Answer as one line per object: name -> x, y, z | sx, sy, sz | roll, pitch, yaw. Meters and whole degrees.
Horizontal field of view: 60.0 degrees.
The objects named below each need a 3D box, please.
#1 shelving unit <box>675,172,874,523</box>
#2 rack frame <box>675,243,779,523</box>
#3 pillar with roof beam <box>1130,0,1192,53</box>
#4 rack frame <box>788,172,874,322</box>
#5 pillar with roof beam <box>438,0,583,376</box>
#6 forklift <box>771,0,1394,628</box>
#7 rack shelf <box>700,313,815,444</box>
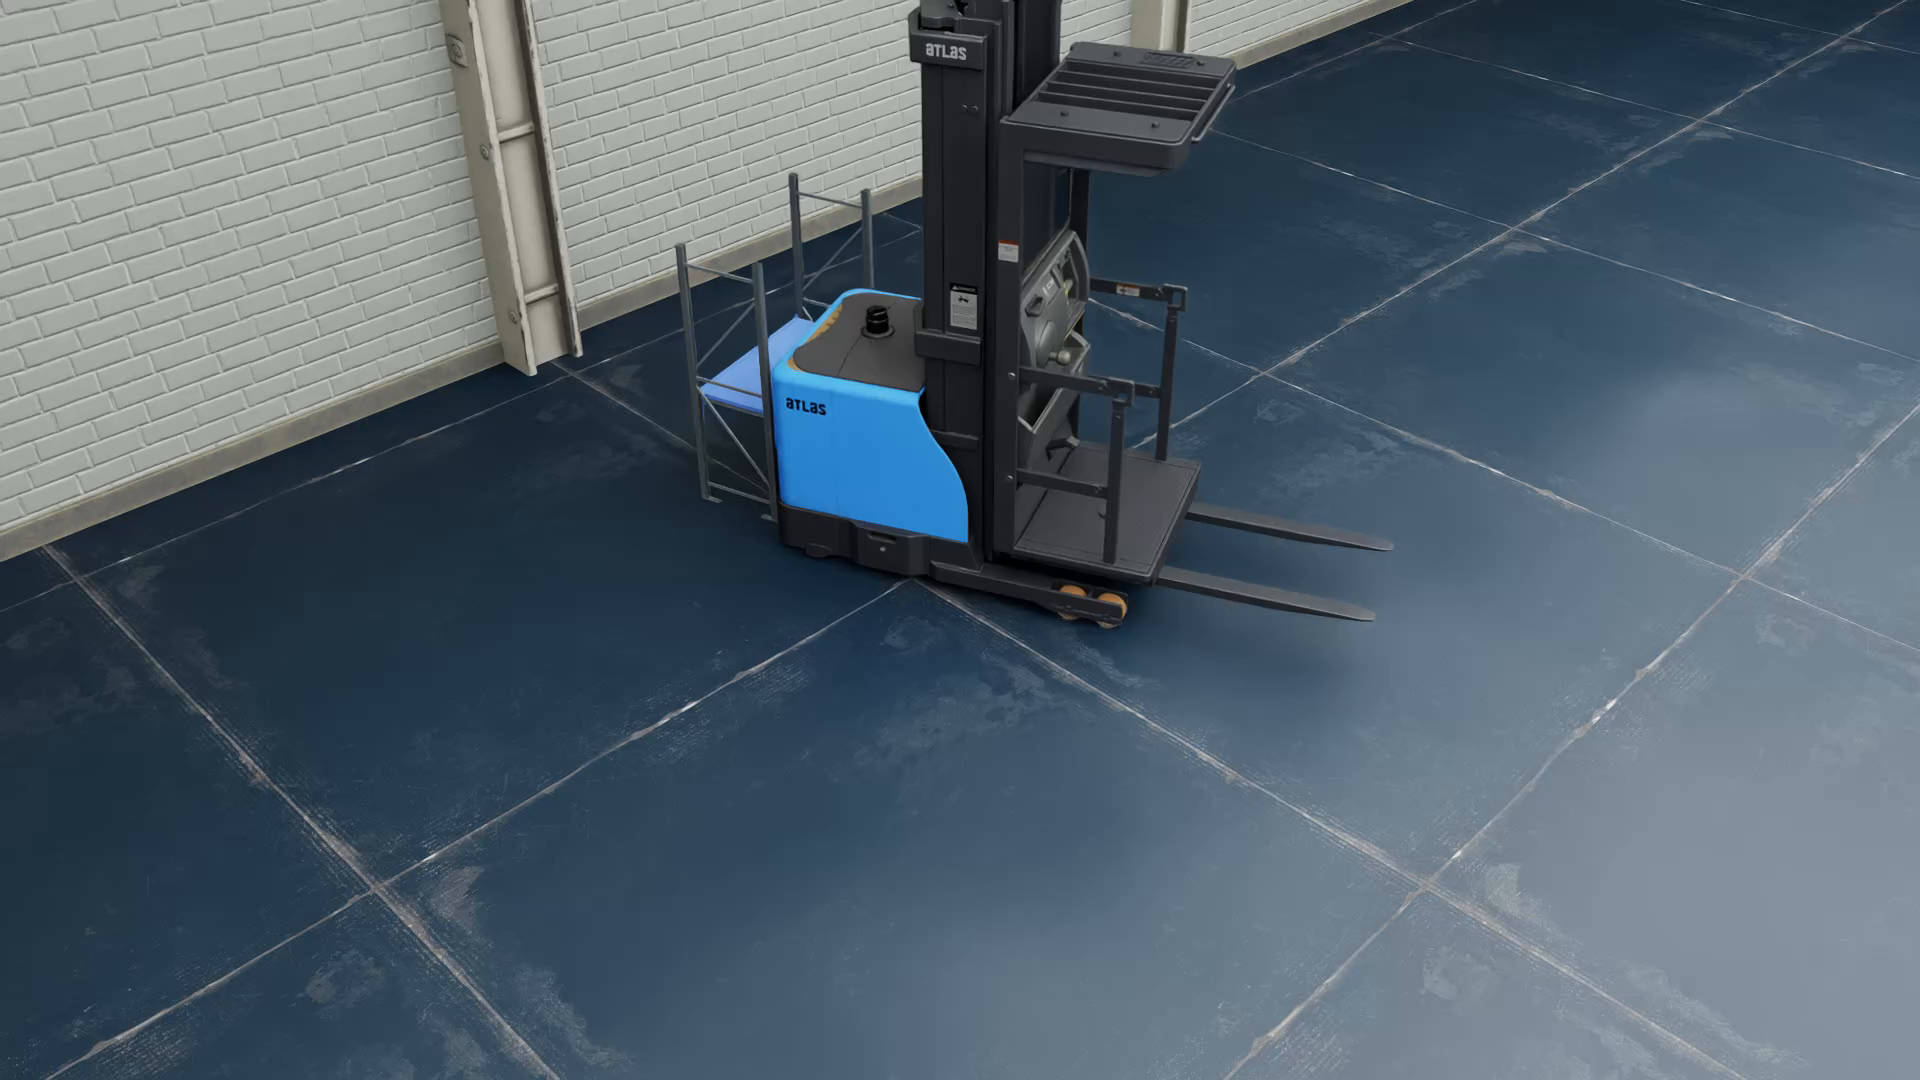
shelving unit -> -0.939, -1.037, 8.917 | 0.538, 1.500, 1.048 | 17, 38, 23
rack frame -> -1.181, -0.782, 8.550 | 0.500, 1.500, 0.032 | 17, 38, 23
pillar with roof beam -> 4.680, -5.534, 8.809 | 9.100, 9.000, 0.400 | 30, 45, 35
rack frame -> -0.697, -1.293, 9.283 | 0.500, 1.500, 0.032 | 17, 38, 23
pillar with roof beam -> 0.453, -3.098, 5.316 | 9.100, 9.000, 0.400 | 30, 45, 35
forklift -> 0.636, -1.118, 7.782 | 3.031, 2.935, 1.130 | 12, 37, 16
rack shelf -> -0.939, -0.890, 9.020 | 0.538, 0.185, 1.000 | 17, 38, 23
